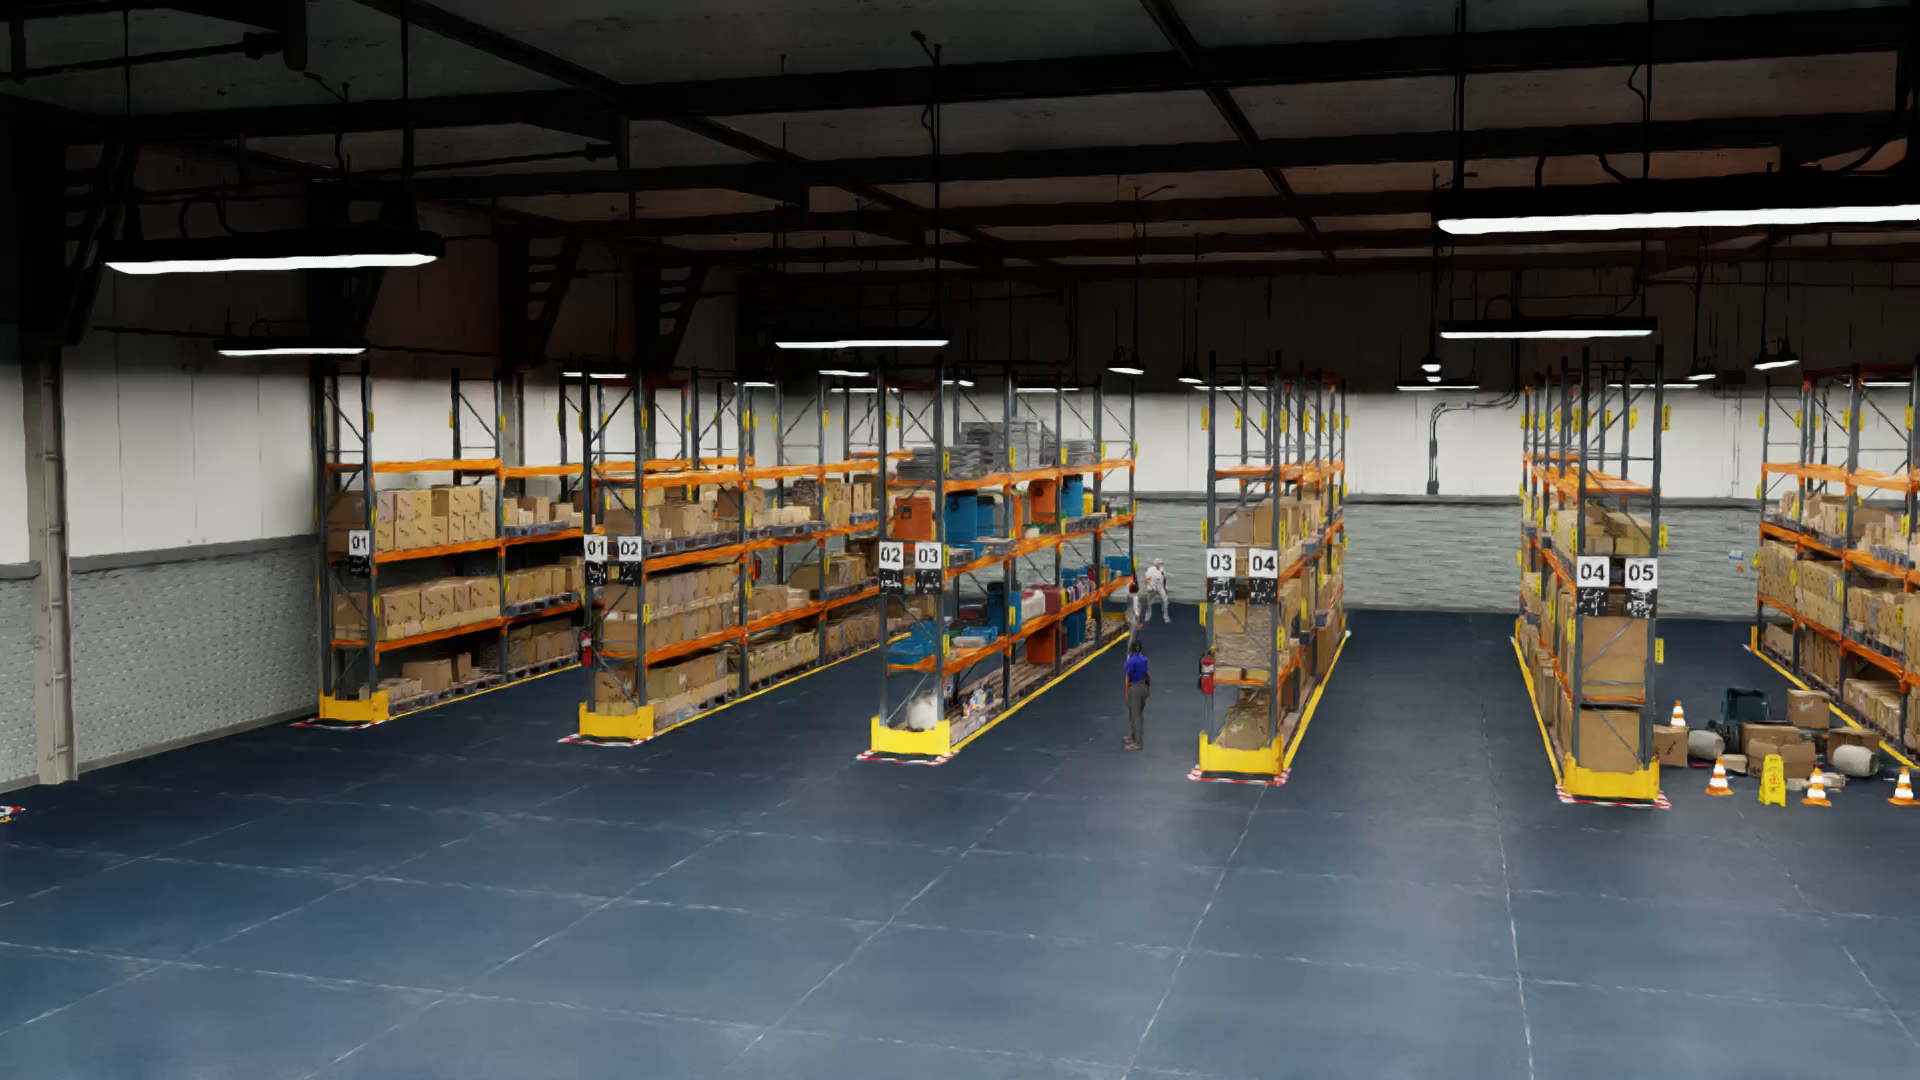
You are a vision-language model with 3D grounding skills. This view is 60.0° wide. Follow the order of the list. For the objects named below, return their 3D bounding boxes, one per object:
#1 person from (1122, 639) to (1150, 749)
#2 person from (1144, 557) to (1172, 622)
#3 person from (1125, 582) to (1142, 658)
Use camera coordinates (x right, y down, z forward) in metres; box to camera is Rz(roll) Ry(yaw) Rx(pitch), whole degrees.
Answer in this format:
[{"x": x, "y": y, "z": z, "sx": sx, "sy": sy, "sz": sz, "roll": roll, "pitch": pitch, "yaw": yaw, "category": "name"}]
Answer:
[{"x": 2.673, "y": 2.345, "z": 25.563, "sx": 0.569, "sy": 1.639, "sz": 0.641, "roll": 4, "pitch": 6, "yaw": 44, "category": "person"}, {"x": 4.918, "y": 1.228, "z": 41.552, "sx": 0.635, "sy": 1.606, "sz": 0.752, "roll": 0, "pitch": 4, "yaw": -6, "category": "person"}, {"x": 3.677, "y": 1.698, "z": 35.008, "sx": 0.406, "sy": 1.587, "sz": 0.468, "roll": -1, "pitch": 4, "yaw": -14, "category": "person"}]
